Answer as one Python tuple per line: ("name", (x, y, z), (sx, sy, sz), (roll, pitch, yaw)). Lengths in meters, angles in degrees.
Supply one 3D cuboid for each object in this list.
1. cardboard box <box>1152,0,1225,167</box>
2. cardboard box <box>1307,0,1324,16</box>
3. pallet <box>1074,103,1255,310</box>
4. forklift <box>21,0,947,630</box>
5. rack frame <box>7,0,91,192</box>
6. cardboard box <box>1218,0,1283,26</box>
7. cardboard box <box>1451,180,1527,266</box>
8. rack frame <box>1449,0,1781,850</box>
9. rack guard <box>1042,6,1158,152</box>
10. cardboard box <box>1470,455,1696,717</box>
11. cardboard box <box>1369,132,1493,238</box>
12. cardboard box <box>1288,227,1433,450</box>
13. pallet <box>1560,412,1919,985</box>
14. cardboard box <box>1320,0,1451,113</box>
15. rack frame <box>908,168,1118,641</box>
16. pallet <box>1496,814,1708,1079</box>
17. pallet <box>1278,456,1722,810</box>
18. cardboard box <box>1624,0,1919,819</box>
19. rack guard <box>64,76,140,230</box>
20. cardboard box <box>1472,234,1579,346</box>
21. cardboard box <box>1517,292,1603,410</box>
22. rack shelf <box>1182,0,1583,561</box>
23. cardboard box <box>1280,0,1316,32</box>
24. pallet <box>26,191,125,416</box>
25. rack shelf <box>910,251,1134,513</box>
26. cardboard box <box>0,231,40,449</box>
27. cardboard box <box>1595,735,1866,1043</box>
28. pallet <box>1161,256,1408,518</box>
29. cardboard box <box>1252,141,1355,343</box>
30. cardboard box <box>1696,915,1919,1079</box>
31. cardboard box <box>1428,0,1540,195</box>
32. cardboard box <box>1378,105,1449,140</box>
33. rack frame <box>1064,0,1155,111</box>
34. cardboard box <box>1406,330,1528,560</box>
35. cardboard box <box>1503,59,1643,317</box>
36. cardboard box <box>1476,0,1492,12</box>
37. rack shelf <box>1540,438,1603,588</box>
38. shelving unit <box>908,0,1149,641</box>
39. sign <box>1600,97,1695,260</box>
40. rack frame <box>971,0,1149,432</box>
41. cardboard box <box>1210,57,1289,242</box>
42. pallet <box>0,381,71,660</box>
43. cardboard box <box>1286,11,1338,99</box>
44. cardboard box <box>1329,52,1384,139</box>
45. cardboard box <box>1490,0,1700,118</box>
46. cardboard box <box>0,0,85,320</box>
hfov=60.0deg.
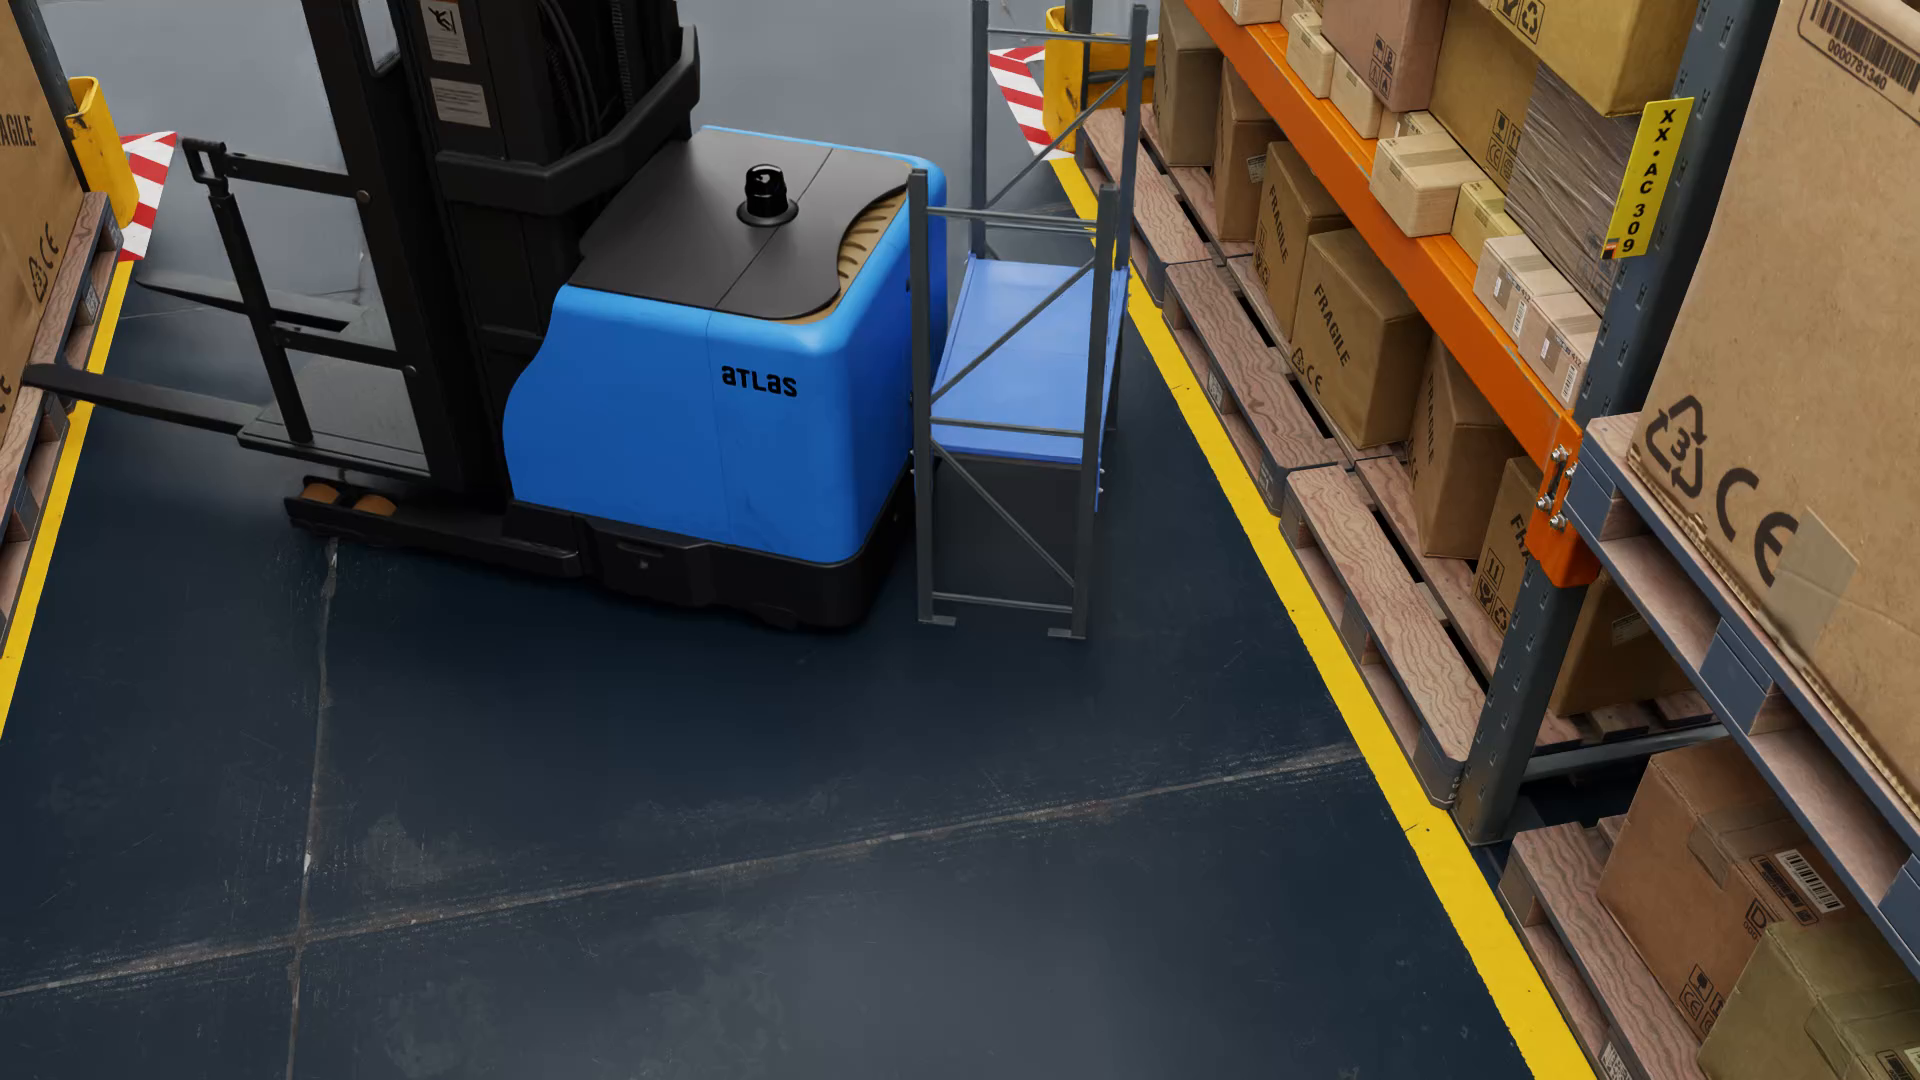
("cardboard box", (1.061, -1.834, 6.623), (0.500, 0.500, 0.500), (-1, 42, -1))
("cardboard box", (1.421, -1.844, 4.768), (0.875, 0.500, 0.500), (-8, 42, -9))
("pallet", (1.099, -1.395, 6.663), (1.003, 0.211, 1.213), (-8, 42, -9))
("forklift", (-1.601, -1.395, 4.614), (3.031, 2.935, 1.130), (11, 43, 13))
("rack frame", (-3.923, -2.374, 5.664), (1.000, 3.000, 0.127), (-8, 42, -9))
("cardboard box", (1.000, -1.720, 5.117), (0.380, 0.149, 0.250), (-8, 42, -9))
("cardboard box", (1.432, -0.763, 4.040), (0.380, 0.149, 0.250), (-8, 42, -9))
("rack frame", (1.806, -0.426, 3.470), (1.000, 3.000, 0.127), (-8, 42, -9))
("rack guard", (0.959, -2.035, 7.166), (1.175, 0.500, 0.348), (-8, 42, -9))
("cardboard box", (1.758, 0.087, 4.459), (0.500, 0.500, 0.500), (-10, 42, -11))
("cardboard box", (1.269, -0.909, 4.204), (0.380, 0.149, 0.250), (-8, 42, -9))
("cardboard box", (1.417, -0.675, 5.317), (0.500, 0.500, 0.500), (-12, 43, -13))
("pallet", (1.829, 0.162, 2.952), (1.003, 0.211, 1.213), (-8, 42, -9))
("cardboard box", (1.489, -1.514, 4.397), (0.875, 0.500, 0.500), (-8, 42, -9))
("rack frame", (0.125, -0.299, 4.457), (0.500, 1.500, 0.032), (6, 42, 7))
("pallet", (1.975, 1.121, 3.828), (1.003, 0.211, 1.213), (-8, 42, -9))
("pallet", (1.626, 0.187, 4.881), (1.003, 0.211, 1.213), (-8, 42, -9))
("cardboard box", (1.840, -0.272, 2.529), (1.000, 1.000, 1.000), (-8, 42, -9))
("rack guard", (-3.928, -1.454, 6.512), (1.175, 0.500, 0.348), (-8, 42, -9))
("cardboard box", (1.427, -0.593, 3.847), (0.380, 0.149, 0.250), (-8, 42, -9))
("cardboard box", (1.472, -0.429, 3.663), (0.380, 0.149, 0.250), (-8, 42, -9))
("rack shelf", (1.374, -1.453, 5.170), (1.077, 0.370, 4.000), (-8, 42, -9))
("cardboard box", (1.184, -1.577, 4.956), (0.380, 0.149, 0.250), (-8, 42, -9))
("pallet", (-3.674, -0.824, 6.019), (1.003, 0.211, 1.213), (-8, 42, -9))
("rack shelf", (0.205, -0.498, 4.952), (0.538, 0.185, 1.000), (6, 42, 7))
("cardboard box", (-3.520, -0.736, 5.104), (0.875, 0.875, 0.875), (-9, 42, -10))
("cardboard box", (1.917, 0.745, 3.702), (0.700, 0.500, 0.500), (-11, 43, -13))
("pallet", (1.359, -0.606, 5.773), (1.003, 0.211, 1.213), (-8, 42, -9))
("cardboard box", (1.340, -1.043, 5.732), (0.500, 0.500, 0.500), (-5, 42, -5))
("cardboard box", (2.002, 1.057, 3.351), (0.700, 0.500, 0.500), (-9, 42, -10))
("cardboard box", (1.695, -1.204, 4.048), (0.875, 0.500, 0.500), (-8, 42, -9))
("cardboard box", (1.344, -1.090, 4.408), (0.380, 0.149, 0.250), (-8, 42, -9))
("rack frame", (0.942, -3.019, 6.391), (1.000, 3.000, 0.127), (-8, 42, -9))
("cardboard box", (1.627, -0.283, 4.876), (0.500, 0.500, 0.500), (4, 42, 4))
("cardboard box", (1.769, -0.875, 3.677), (0.875, 0.500, 0.500), (-8, 42, -9))
("cardboard box", (1.331, -1.525, 3.656), (0.500, 0.500, 0.500), (-8, 42, -9))
("rack shelf", (2.237, 1.139, 2.249), (1.077, 0.370, 4.000), (-8, 42, -9))
("shelving unit", (0.205, -0.632, 4.832), (0.538, 1.500, 1.048), (6, 42, 7))
("sign", (1.277, -0.667, 3.090), (0.100, 0.325, 0.005), (-8, 42, -9))
("rack frame", (0.284, -0.965, 5.208), (0.500, 1.500, 0.032), (6, 42, 7))
("cardboard box", (1.223, -1.451, 6.192), (0.500, 0.500, 0.500), (2, 42, 2))
("pallet", (-3.414, -0.034, 5.130), (1.003, 0.211, 1.213), (-8, 42, -9))
("cardboard box", (1.163, -1.404, 4.761), (0.380, 0.149, 0.250), (-8, 42, -9))
("cardboard box", (1.251, -1.247, 4.584), (0.380, 0.149, 0.250), (-8, 42, -9))
("cardboard box", (1.440, -1.201, 3.291), (0.500, 0.500, 0.500), (-8, 42, -9))
("cardboard box", (-3.712, -1.306, 5.746), (0.875, 0.875, 0.875), (-8, 42, -9))
